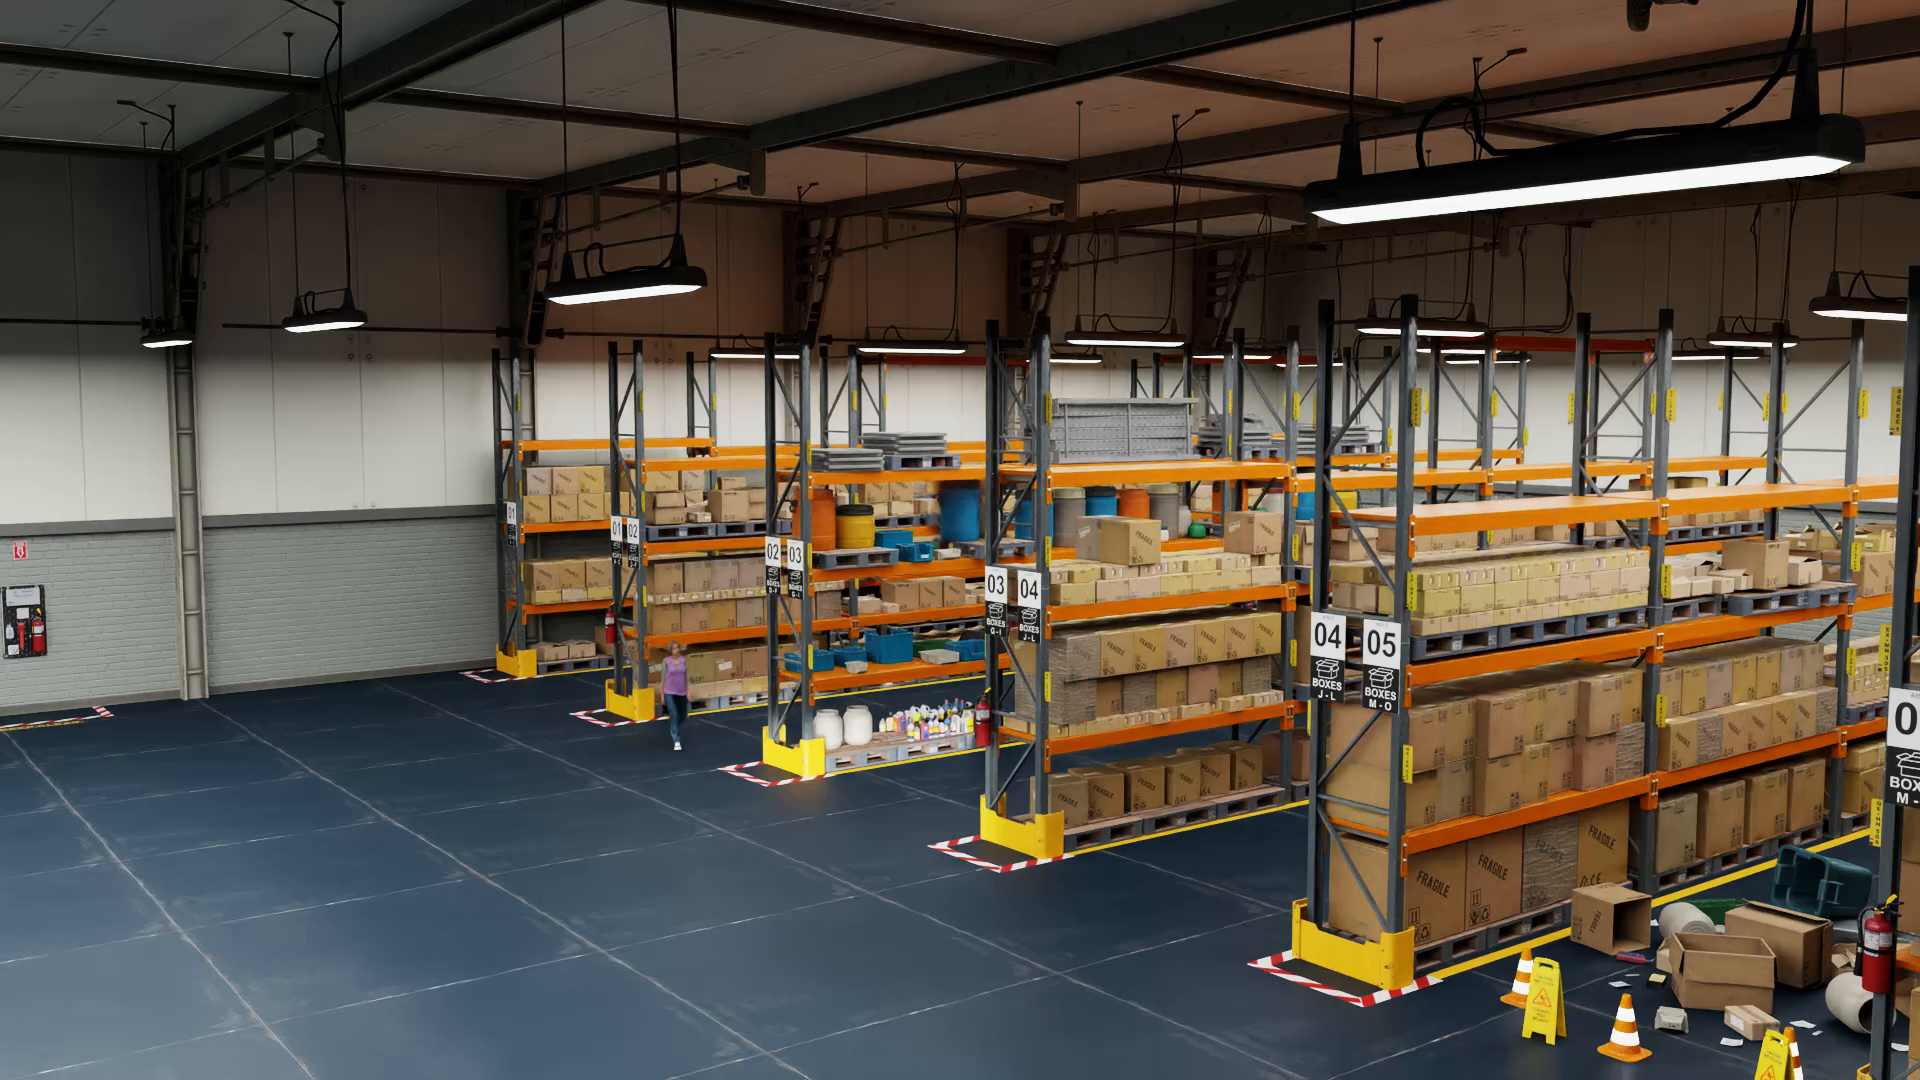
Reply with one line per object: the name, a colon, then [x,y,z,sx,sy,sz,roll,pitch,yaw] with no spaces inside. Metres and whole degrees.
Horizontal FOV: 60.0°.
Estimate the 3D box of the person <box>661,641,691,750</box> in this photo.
person: [-4.163,2.237,24.307,0.435,1.559,0.792,-2,5,-21]
